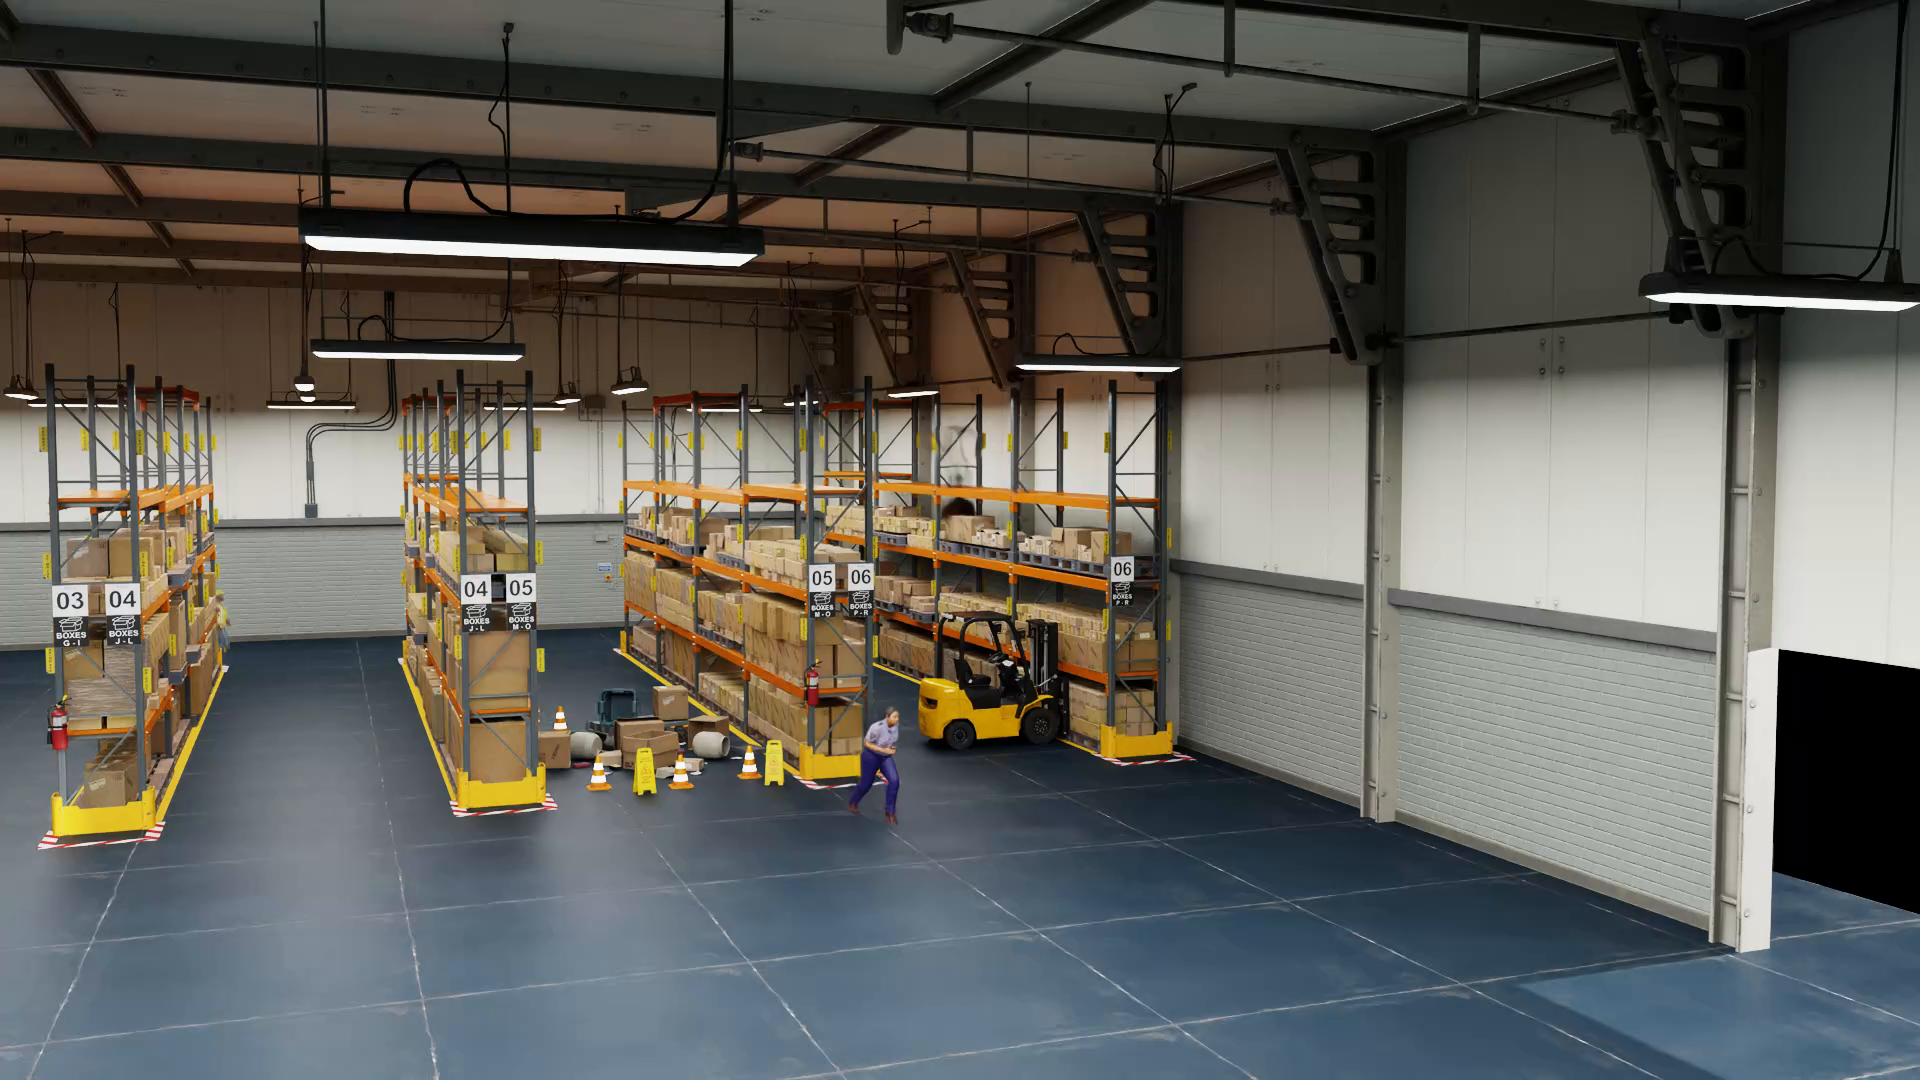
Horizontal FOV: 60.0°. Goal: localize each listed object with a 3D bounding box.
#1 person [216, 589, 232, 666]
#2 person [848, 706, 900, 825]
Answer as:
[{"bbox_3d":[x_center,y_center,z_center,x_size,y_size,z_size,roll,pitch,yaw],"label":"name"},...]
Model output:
[{"bbox_3d":[-16.674,1.965,37.298,0.561,1.725,0.728,-1,3,-11],"label":"person"},{"bbox_3d":[-1.119,2.972,22.049,0.916,1.599,0.648,3,5,45],"label":"person"}]
